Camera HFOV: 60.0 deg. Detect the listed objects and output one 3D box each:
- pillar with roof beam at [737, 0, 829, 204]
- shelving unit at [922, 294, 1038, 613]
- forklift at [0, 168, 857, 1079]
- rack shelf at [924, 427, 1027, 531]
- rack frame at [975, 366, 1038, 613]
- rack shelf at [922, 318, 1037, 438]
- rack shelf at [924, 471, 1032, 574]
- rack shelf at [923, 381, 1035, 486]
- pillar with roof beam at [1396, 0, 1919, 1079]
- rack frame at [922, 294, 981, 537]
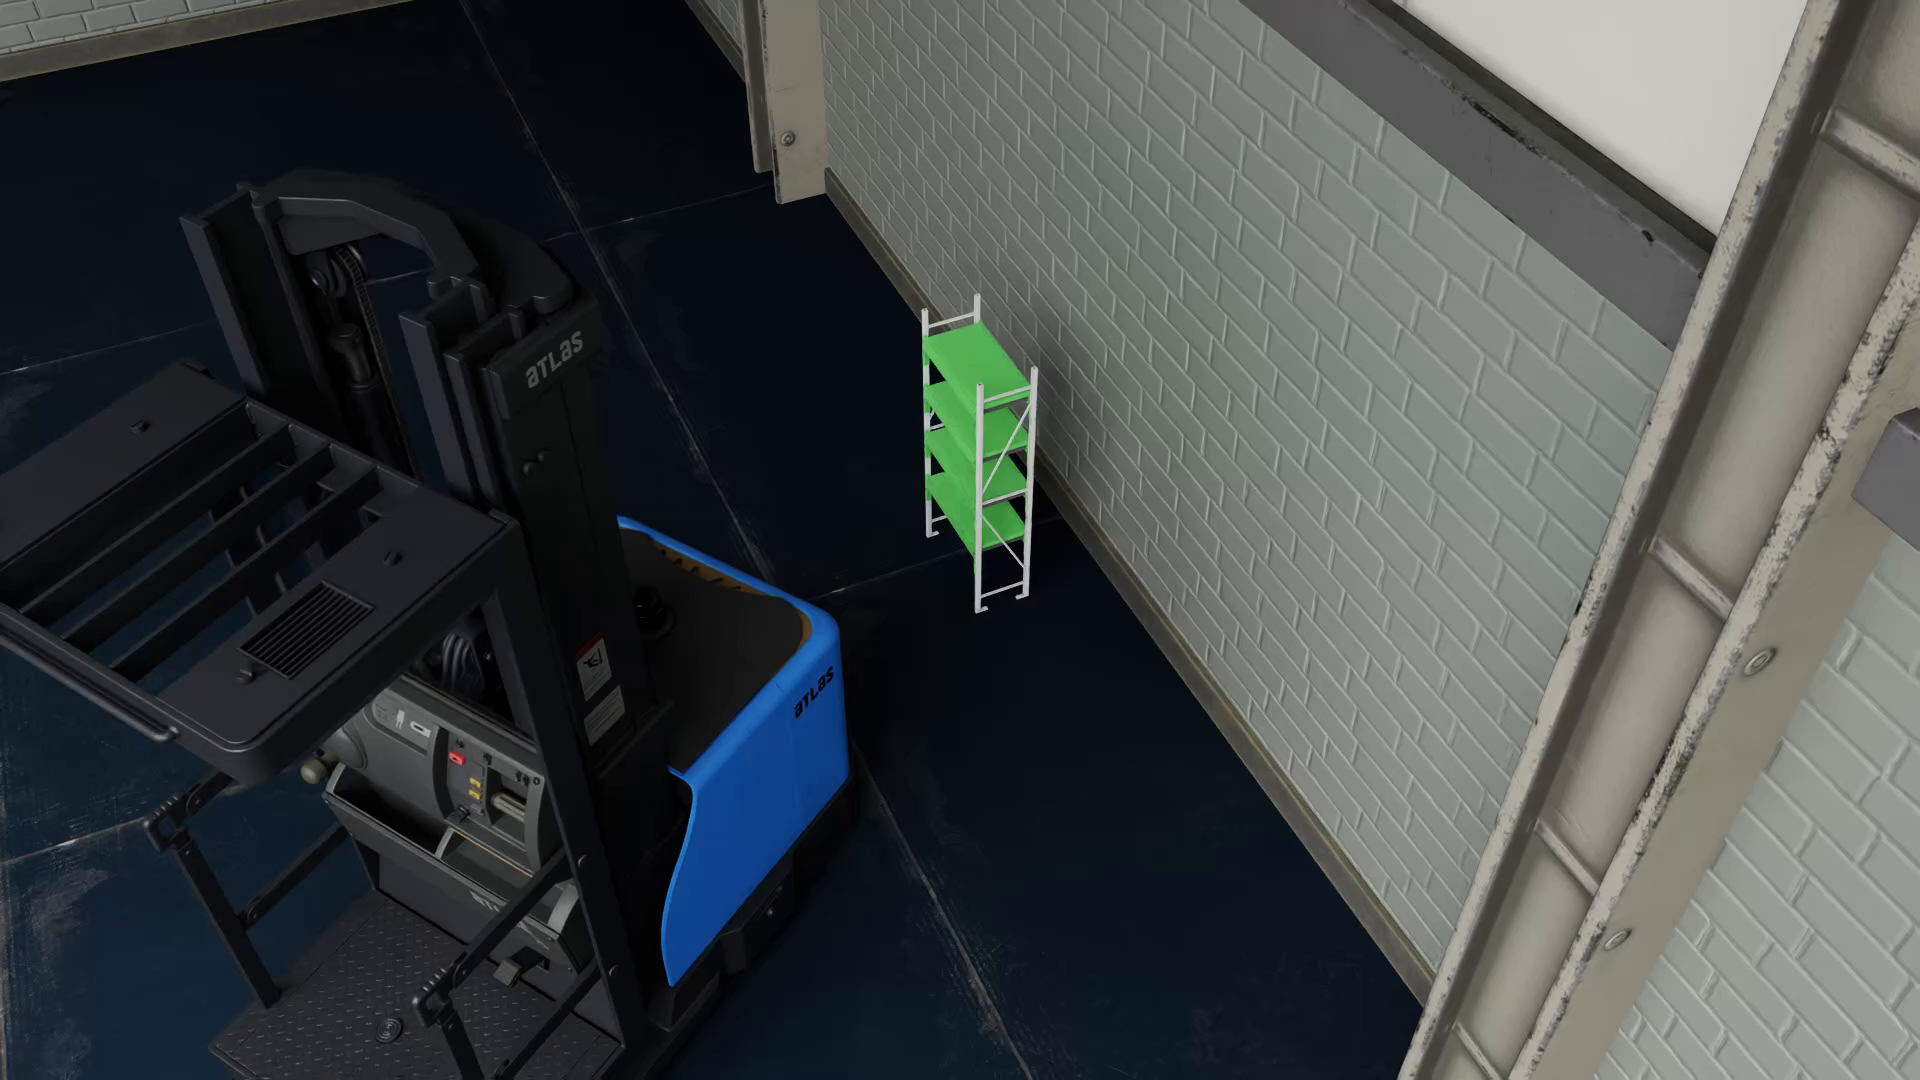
[{"bbox_3d":[-4.825,-3.910,4.674,9.100,9.000,0.400,-18,47,-17],"label":"pillar with roof beam"},{"bbox_3d":[0.070,-0.322,6.591,0.258,1.200,0.503,-18,47,-17],"label":"shelving unit"},{"bbox_3d":[-1.580,0.669,4.354,1.130,2.935,3.031,24,49,22],"label":"forklift"},{"bbox_3d":[0.070,-0.276,6.635,0.258,0.148,0.480,-18,47,-17],"label":"rack shelf"},{"bbox_3d":[0.172,-0.166,6.433,0.240,1.200,0.015,-18,47,-17],"label":"rack frame"},{"bbox_3d":[0.070,-0.618,6.298,0.258,0.148,0.480,-18,47,-17],"label":"rack shelf"},{"bbox_3d":[0.070,-0.105,6.804,0.258,0.148,0.480,-18,47,-17],"label":"rack shelf"},{"bbox_3d":[0.070,-0.447,6.467,0.258,0.148,0.480,-18,47,-17],"label":"rack shelf"},{"bbox_3d":[-2.302,-0.086,0.799,9.100,9.000,0.400,-18,47,-17],"label":"pillar with roof beam"},{"bbox_3d":[-0.033,-0.477,6.748,0.240,1.200,0.015,-18,47,-17],"label":"rack frame"}]
